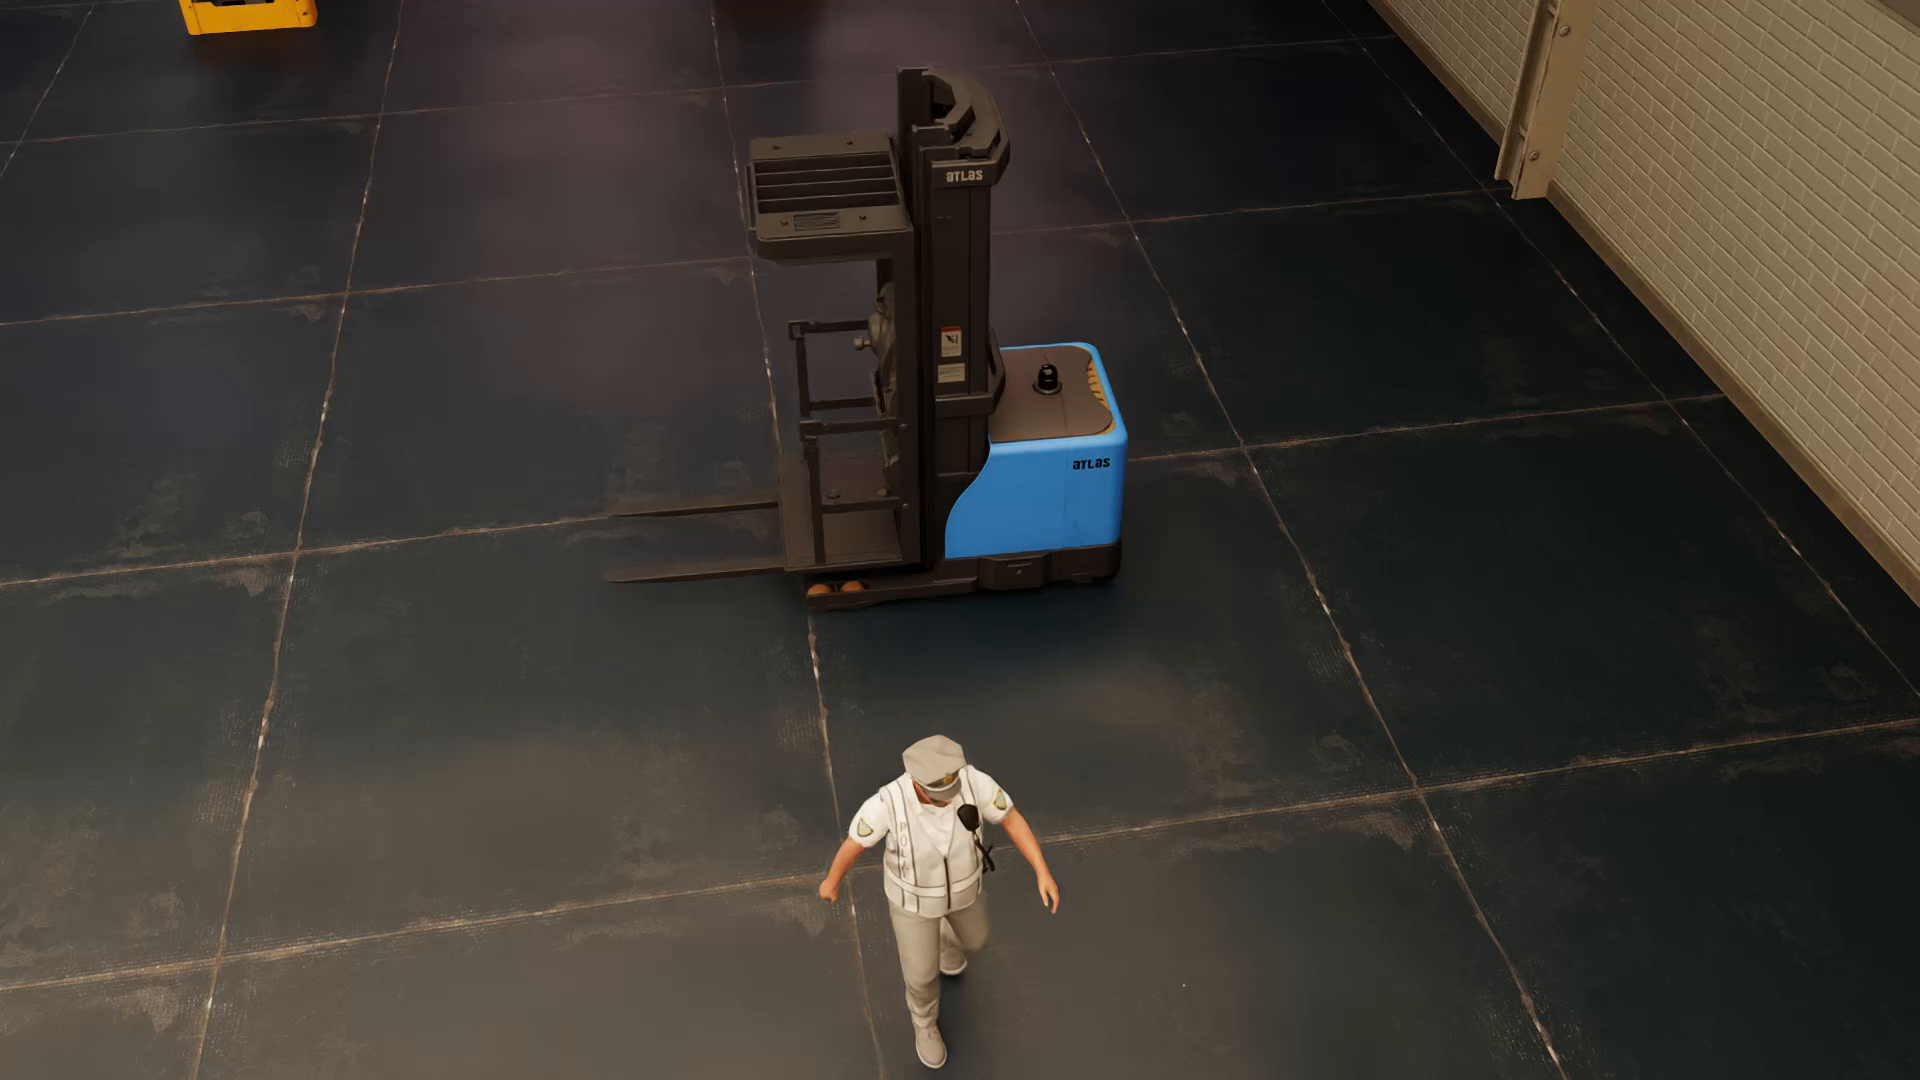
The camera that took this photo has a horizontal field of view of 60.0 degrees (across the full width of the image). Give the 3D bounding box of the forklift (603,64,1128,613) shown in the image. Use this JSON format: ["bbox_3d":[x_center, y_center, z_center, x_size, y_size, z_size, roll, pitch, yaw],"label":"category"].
[{"bbox_3d":[-0.605,-1.059,9.203,3.031,2.935,1.130,-5,41,-6],"label":"forklift"}]

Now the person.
[{"bbox_3d":[-0.114,1.495,7.137,0.909,1.729,0.730,-14,42,-16],"label":"person"}]
